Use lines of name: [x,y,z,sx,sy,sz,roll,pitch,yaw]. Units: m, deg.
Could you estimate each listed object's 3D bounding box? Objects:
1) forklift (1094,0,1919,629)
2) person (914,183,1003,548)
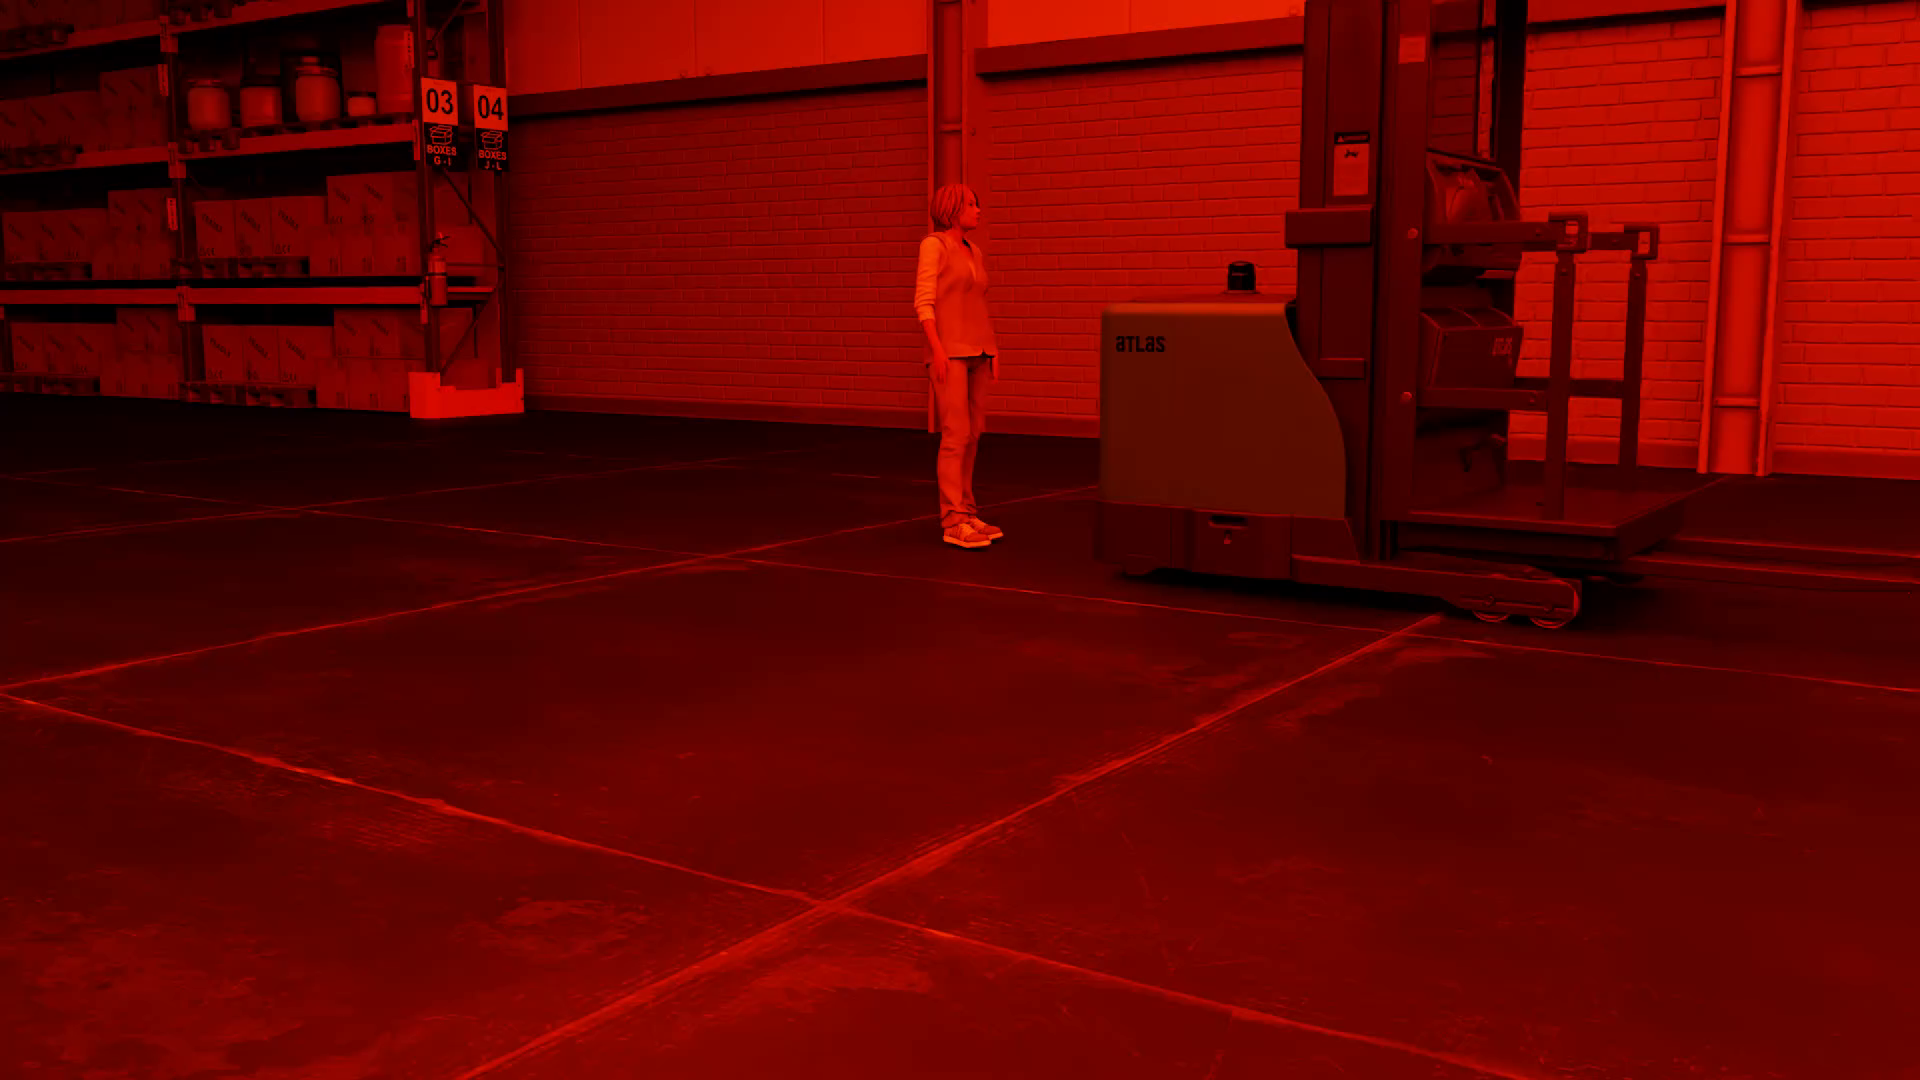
forklift: [2.030,-1.240,5.912,3.031,2.935,1.130,6,10,34]
person: [0.054,-0.790,7.438,0.473,1.599,0.521,5,10,34]
